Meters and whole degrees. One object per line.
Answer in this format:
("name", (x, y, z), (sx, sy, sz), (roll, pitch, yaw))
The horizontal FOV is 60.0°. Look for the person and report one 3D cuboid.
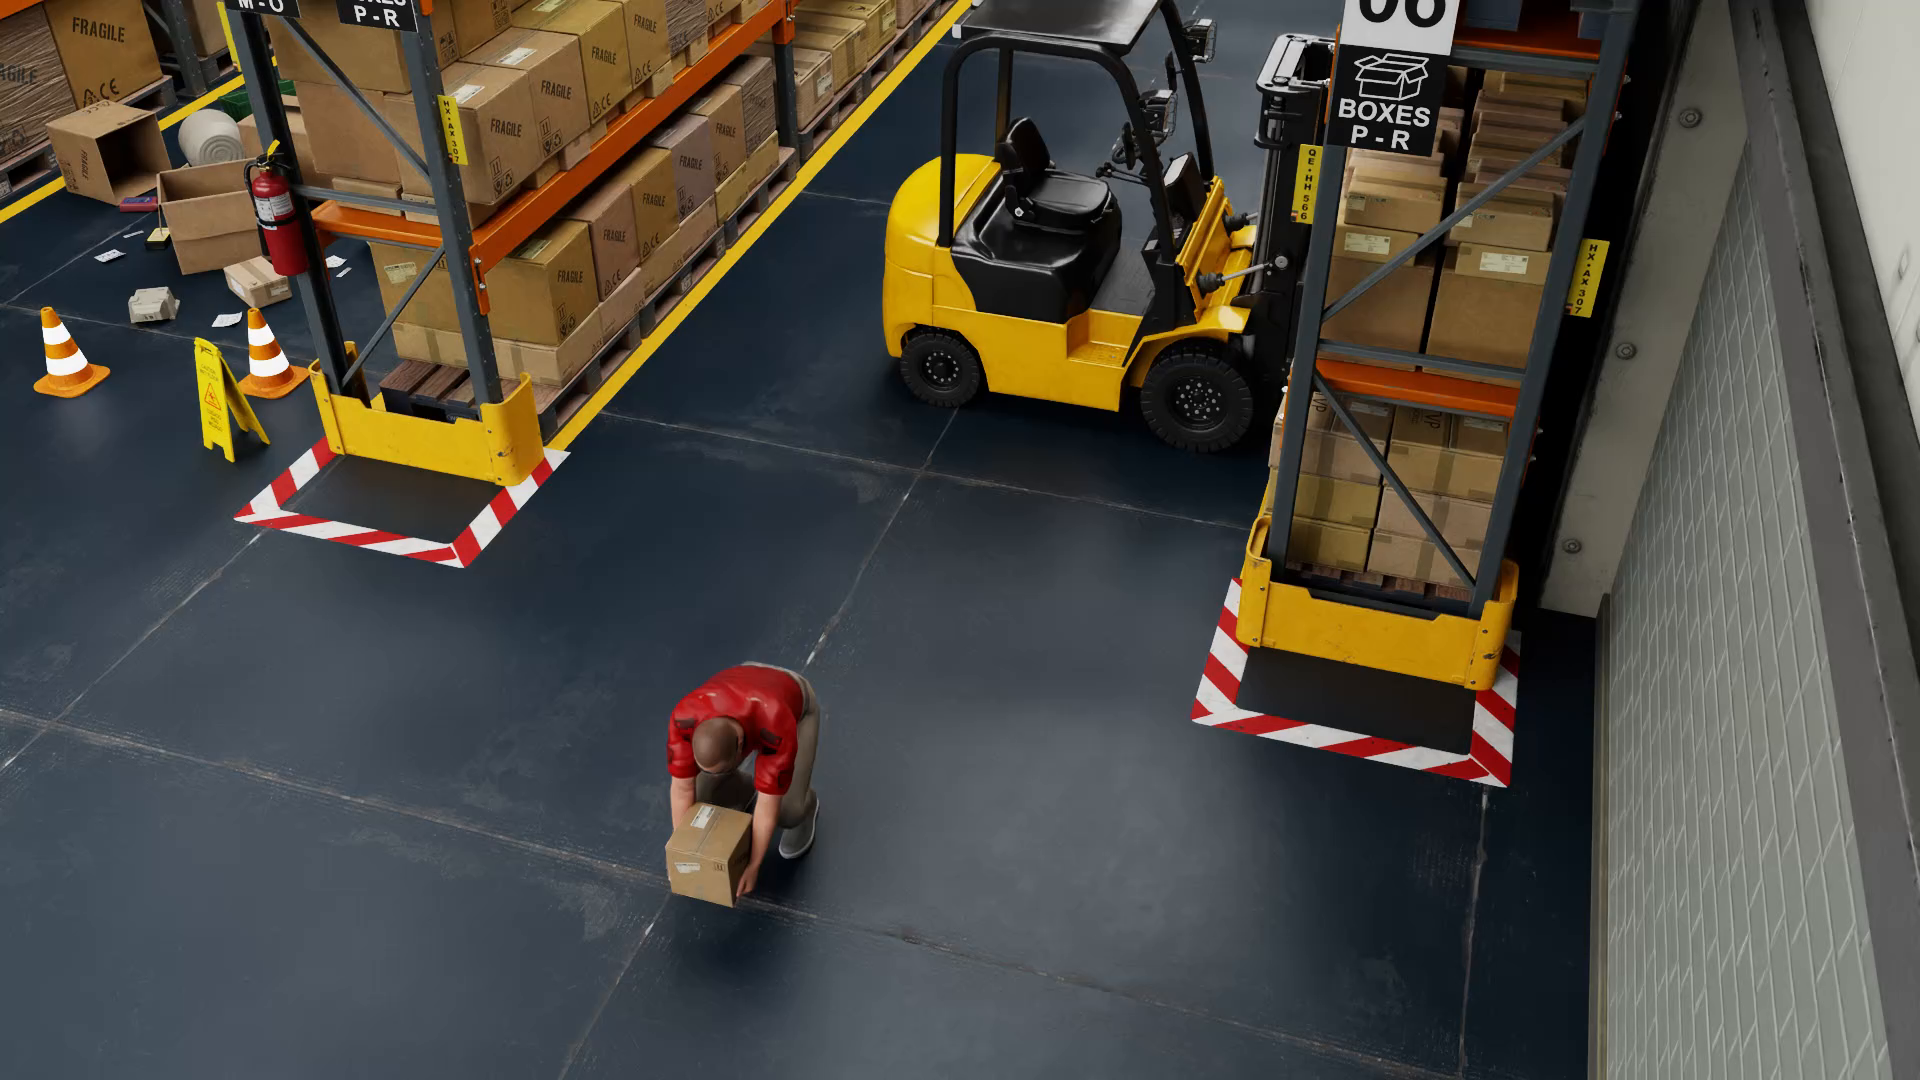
("person", (-0.827, 0.851, 6.399), (0.533, 0.987, 0.890), (10, 38, 13))
